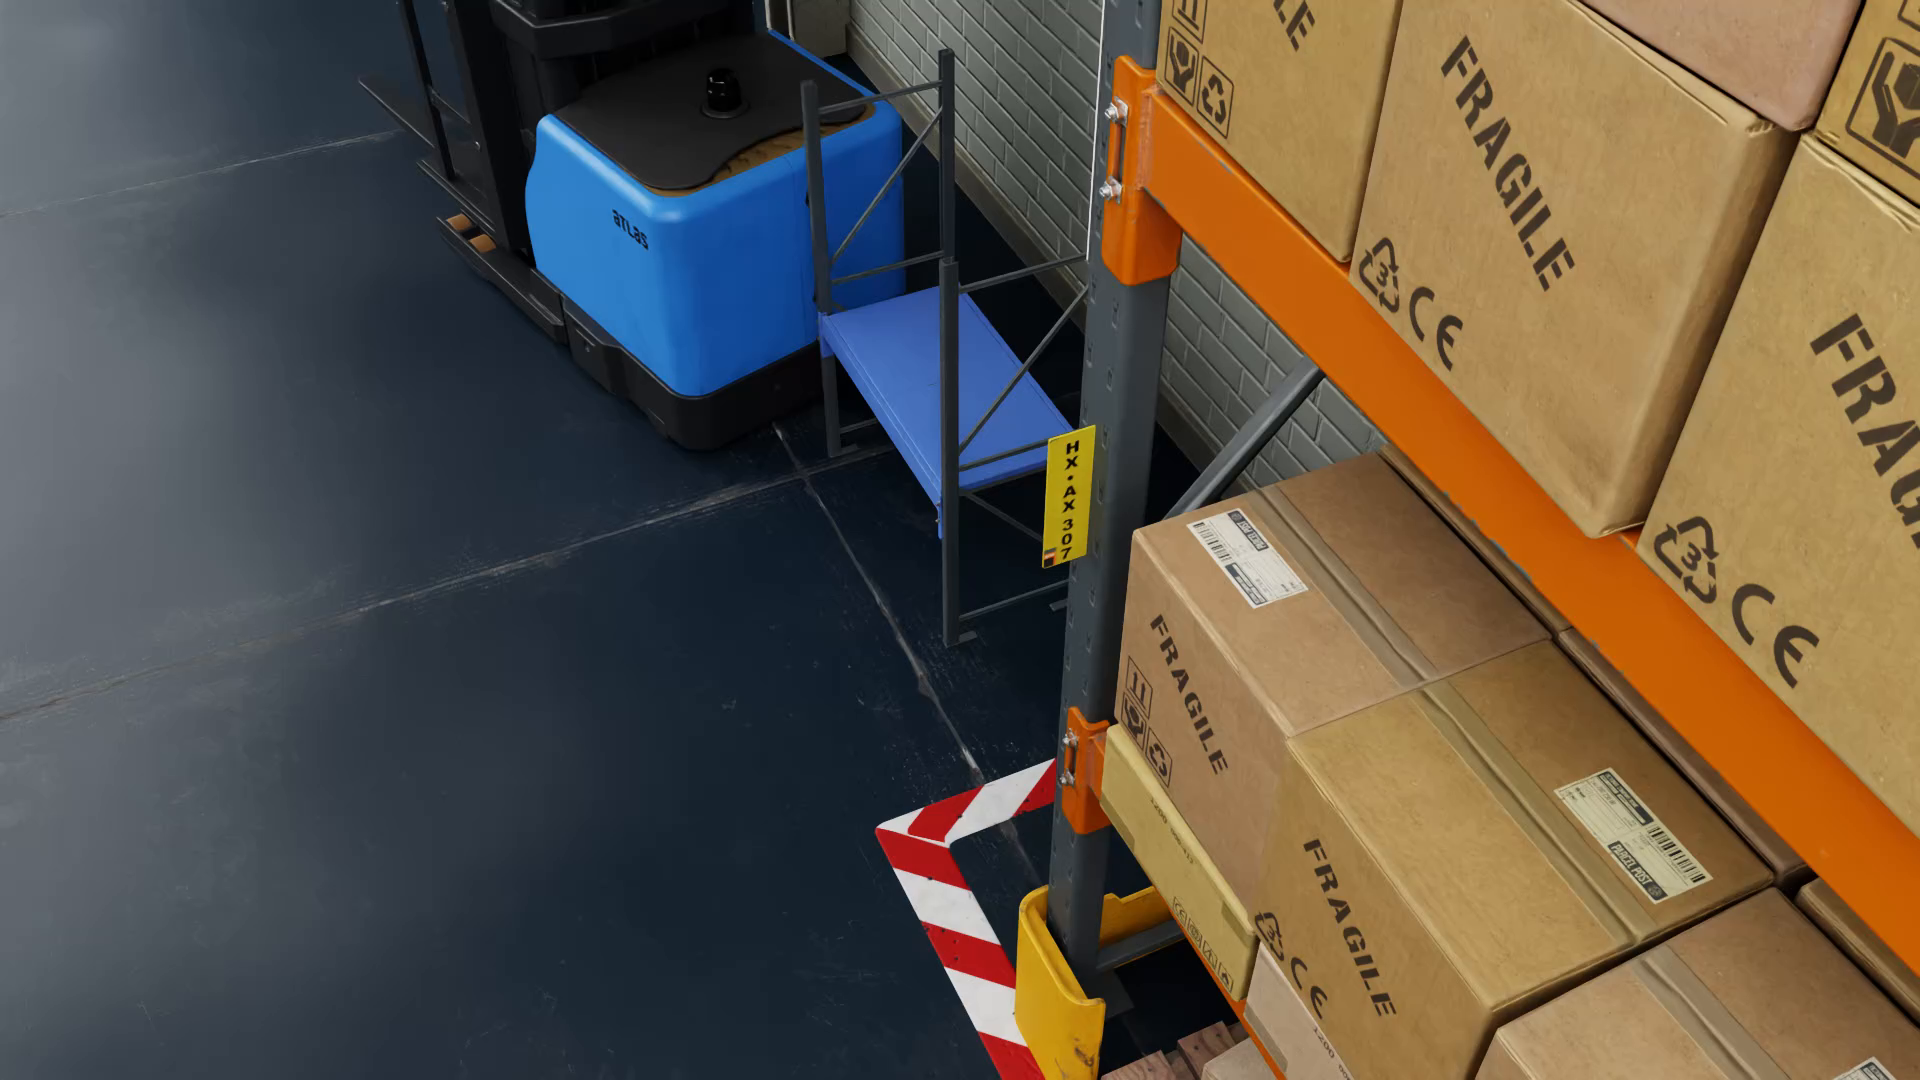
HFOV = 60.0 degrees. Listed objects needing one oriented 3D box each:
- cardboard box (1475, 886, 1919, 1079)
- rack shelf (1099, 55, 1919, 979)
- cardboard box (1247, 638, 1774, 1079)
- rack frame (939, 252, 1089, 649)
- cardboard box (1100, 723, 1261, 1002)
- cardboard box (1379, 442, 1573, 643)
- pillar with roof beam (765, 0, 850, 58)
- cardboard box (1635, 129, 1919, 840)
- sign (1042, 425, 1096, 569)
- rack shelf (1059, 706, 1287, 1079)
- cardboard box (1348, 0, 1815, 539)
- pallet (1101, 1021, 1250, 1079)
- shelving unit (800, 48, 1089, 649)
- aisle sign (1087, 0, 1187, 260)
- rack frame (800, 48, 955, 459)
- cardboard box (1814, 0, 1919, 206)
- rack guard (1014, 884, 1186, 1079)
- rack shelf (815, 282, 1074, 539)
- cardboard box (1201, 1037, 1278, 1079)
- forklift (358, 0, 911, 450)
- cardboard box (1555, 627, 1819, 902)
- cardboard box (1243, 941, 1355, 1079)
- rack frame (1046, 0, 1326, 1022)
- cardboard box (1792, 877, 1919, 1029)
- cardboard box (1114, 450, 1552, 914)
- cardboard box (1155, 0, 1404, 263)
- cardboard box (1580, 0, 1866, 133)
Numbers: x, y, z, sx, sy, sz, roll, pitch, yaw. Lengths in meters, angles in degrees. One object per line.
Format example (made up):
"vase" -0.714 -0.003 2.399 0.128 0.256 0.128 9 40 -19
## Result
"cardboard box" 1.034 0.893 2.268 0.500 0.500 0.500 -20 48 -19
"rack shelf" 1.536 0.534 1.449 1.077 0.370 4.000 -18 47 -17
"cardboard box" 0.822 0.562 2.604 0.500 0.500 0.500 -18 47 -17
"rack frame" 0.178 -0.264 4.950 0.500 1.500 0.032 -18 47 -17
"cardboard box" 0.612 0.523 3.177 0.500 0.250 0.500 -19 48 -19
"cardboard box" 1.086 0.088 3.083 0.500 0.500 0.500 -19 48 -18
"pillar with roof beam" -4.654 -4.426 3.828 9.100 9.000 0.400 -18 47 -17
"cardboard box" 1.024 -0.070 1.464 0.500 0.500 0.500 -16 47 -16
"sign" 0.203 -0.076 3.075 0.100 0.325 0.005 -18 47 -17
"rack shelf" 1.536 1.602 2.503 1.077 0.370 4.000 -18 47 -17
"cardboard box" 0.803 -0.399 1.798 0.500 0.500 0.500 -15 47 -15
"pallet" 1.037 1.641 3.937 1.003 0.211 1.213 -18 47 -17
"shelving unit" -0.036 -0.588 5.278 0.538 1.500 1.048 -18 47 -17
"aisle sign" 0.393 -0.811 2.585 0.394 0.787 0.004 -18 47 -17
"rack frame" -0.250 -0.912 5.607 0.500 1.500 0.032 -18 47 -17
"cardboard box" 1.028 -0.420 1.107 0.500 0.500 0.500 -17 47 -16
"rack guard" 0.727 1.010 4.371 1.175 0.500 0.348 -18 47 -17
"rack shelf" -0.036 -0.460 5.405 0.538 0.185 1.000 -18 47 -17
"cardboard box" 0.905 1.339 3.858 0.500 0.311 0.500 -23 49 -22
"forklift" -1.517 -2.334 6.028 1.130 2.935 3.031 -30 52 -27
"cardboard box" 1.289 0.412 2.755 0.500 0.500 0.500 -17 47 -17
"cardboard box" 0.844 0.849 2.846 0.500 0.250 0.500 -19 48 -19
"rack frame" 0.695 0.072 3.542 1.000 3.000 0.127 -18 47 -17
"cardboard box" 1.510 0.740 2.423 0.500 0.500 0.500 -19 48 -18
"cardboard box" 0.623 0.244 2.926 0.500 0.500 0.500 -18 47 -17
"cardboard box" 0.609 -0.752 2.155 0.500 0.500 0.500 -17 47 -16
"cardboard box" 0.802 -0.743 1.434 0.500 0.500 0.500 -19 48 -18
